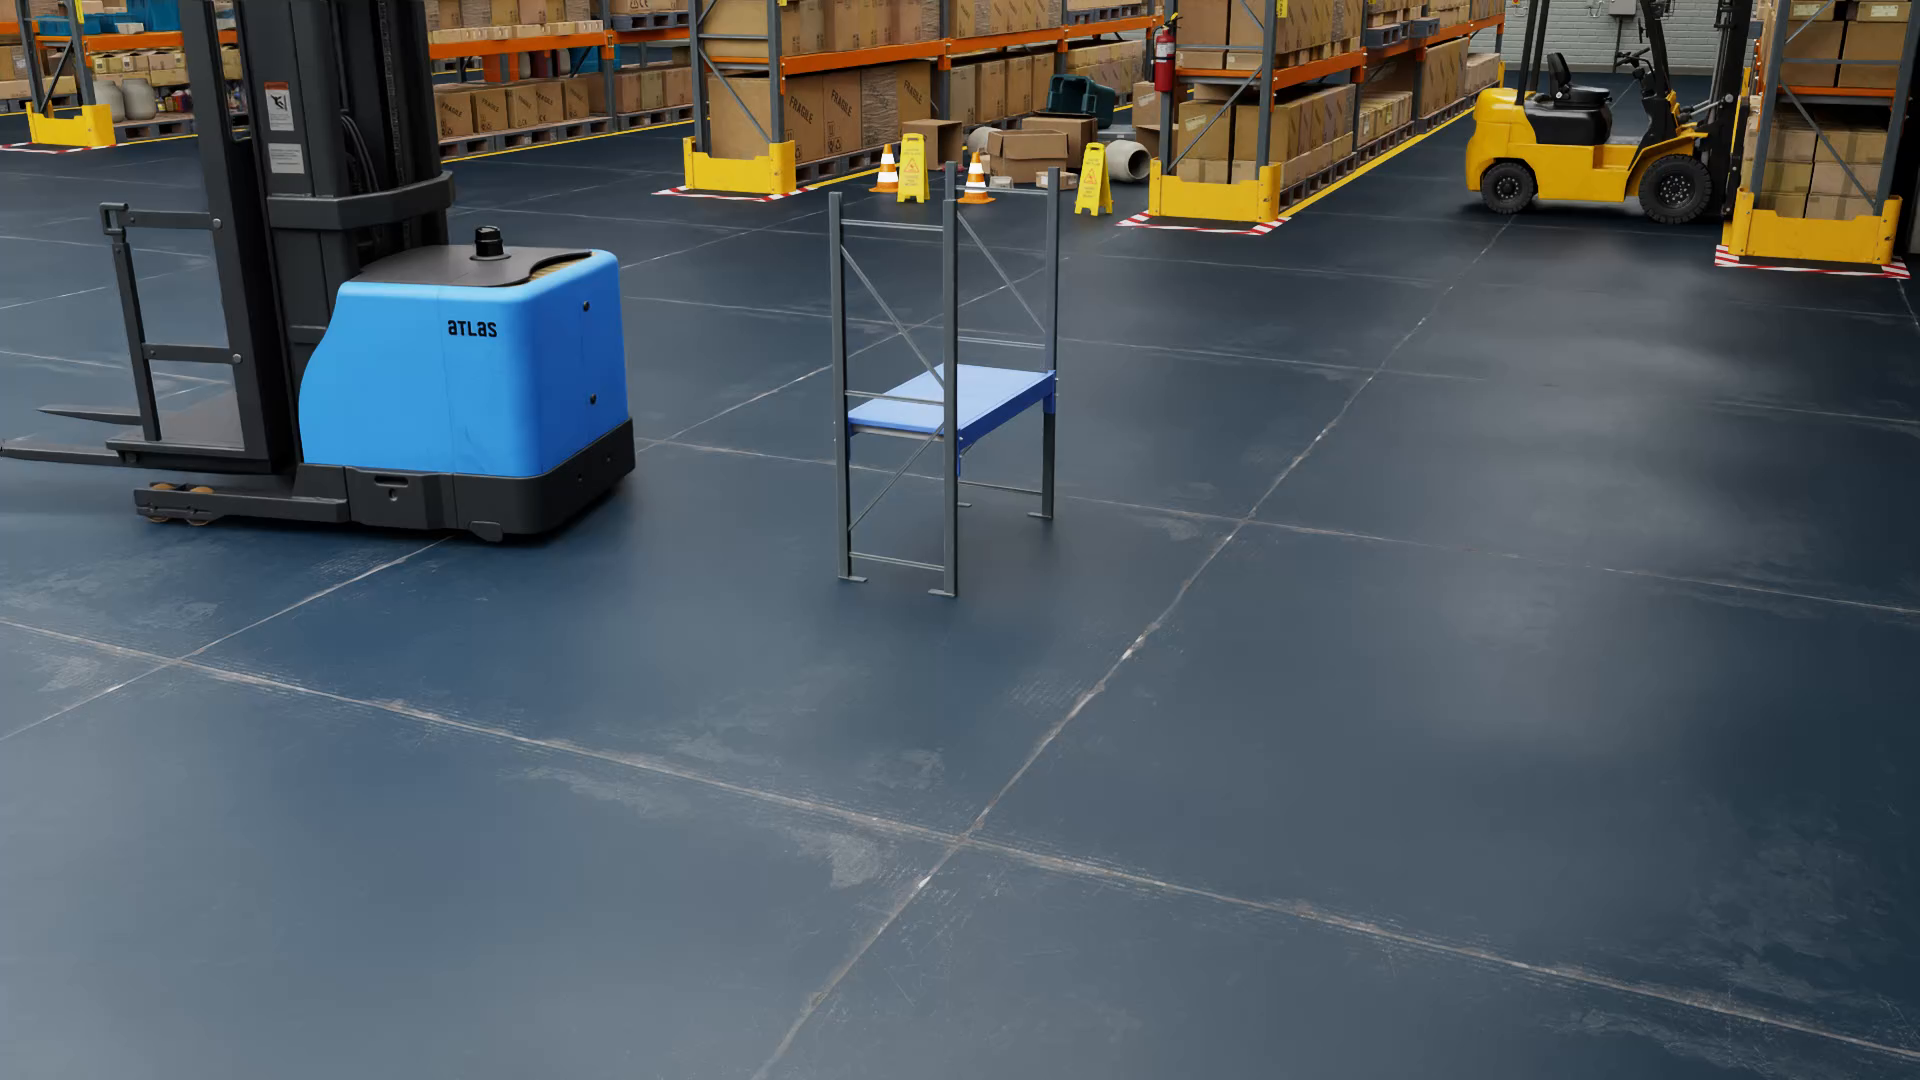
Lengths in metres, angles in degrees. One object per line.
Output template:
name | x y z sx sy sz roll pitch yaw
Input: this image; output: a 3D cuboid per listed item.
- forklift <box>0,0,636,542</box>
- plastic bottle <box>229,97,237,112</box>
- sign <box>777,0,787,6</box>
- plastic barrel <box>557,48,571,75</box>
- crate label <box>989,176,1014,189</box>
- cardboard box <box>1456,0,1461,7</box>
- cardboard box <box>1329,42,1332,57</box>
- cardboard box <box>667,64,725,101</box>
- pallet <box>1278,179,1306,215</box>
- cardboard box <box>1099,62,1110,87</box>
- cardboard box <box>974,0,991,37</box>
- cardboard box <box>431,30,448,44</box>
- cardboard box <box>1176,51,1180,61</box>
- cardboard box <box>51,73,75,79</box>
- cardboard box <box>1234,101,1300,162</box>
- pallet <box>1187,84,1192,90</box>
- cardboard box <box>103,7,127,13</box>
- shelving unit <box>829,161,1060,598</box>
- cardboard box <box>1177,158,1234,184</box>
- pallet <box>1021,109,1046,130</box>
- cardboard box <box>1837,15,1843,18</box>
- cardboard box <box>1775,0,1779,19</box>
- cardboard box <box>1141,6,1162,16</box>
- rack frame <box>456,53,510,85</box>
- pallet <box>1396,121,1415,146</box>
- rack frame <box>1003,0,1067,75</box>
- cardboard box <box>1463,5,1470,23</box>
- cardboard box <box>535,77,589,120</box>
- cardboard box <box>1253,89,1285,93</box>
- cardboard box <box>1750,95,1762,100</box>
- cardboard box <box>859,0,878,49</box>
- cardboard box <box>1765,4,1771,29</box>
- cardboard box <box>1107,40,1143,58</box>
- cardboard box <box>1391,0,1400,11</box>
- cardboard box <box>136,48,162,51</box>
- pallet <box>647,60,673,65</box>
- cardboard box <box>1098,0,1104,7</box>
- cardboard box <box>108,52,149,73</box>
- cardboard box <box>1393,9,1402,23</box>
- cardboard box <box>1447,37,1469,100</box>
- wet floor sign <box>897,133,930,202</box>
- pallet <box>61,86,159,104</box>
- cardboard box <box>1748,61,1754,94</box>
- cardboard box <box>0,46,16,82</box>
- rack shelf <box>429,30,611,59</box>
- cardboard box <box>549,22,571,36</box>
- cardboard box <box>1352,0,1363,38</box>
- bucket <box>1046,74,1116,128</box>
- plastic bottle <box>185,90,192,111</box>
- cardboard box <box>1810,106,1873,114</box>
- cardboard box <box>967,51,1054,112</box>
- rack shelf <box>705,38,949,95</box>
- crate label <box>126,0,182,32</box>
forklift | -3.073 -1.609 7.118 3.031 2.935 1.130 4 20 12
plastic bottle | -10.004 -5.991 22.859 0.097 0.201 0.097 0 20 0
sign | -1.746 -5.402 16.271 0.100 0.325 0.005 9 21 23
plastic barrel | -7.179 -8.579 29.700 0.421 0.512 0.421 0 20 0
crate label | 0.420 -3.643 17.008 0.250 0.136 0.298 -2 20 -5
cardboard box | 6.858 -7.738 23.729 0.500 0.250 0.500 9 22 24
cardboard box | 3.547 -4.965 16.829 0.380 0.149 0.250 8 21 22
cardboard box | -3.929 -6.842 24.805 0.700 0.500 0.500 7 21 18
pallet | 2.703 -3.339 16.042 1.003 0.211 1.213 9 21 23
cardboard box | 1.957 -6.993 25.259 0.500 0.500 0.500 8 21 21
cardboard box | 0.055 -6.583 20.852 0.500 0.500 0.500 9 21 23
cardboard box | -6.163 -5.830 19.260 0.380 0.149 0.250 9 21 23
cardboard box | 3.657 -8.389 28.820 0.380 0.149 0.250 9 21 23
cardboard box | -14.226 -7.398 26.771 0.500 0.250 0.500 8 21 22
cardboard box | 2.899 -3.858 15.697 0.500 0.500 0.500 8 21 21
pallet | 3.405 -7.973 29.074 1.003 0.211 1.213 9 21 23
cardboard box | -13.582 -8.453 26.637 0.380 0.149 0.250 9 21 23
shelving unit | -0.035 -0.681 6.644 0.538 1.500 1.048 9 21 23
cardboard box | 2.403 -3.580 16.035 0.500 0.250 0.500 8 21 22
pallet | 0.634 -5.935 23.343 1.003 0.211 1.213 9 21 23
cardboard box | 7.689 -4.183 14.106 0.500 0.500 0.500 8 21 22
cardboard box | 6.801 -4.285 13.425 0.380 0.149 0.250 9 21 24
cardboard box | 3.079 -8.626 27.122 0.380 0.149 0.250 9 22 25
rack frame | -7.976 -8.871 27.436 1.000 3.000 0.127 9 21 23
pallet | 5.262 -5.279 21.498 1.003 0.211 1.213 9 21 23
rack frame | 1.026 -7.480 23.525 1.000 3.000 0.127 9 21 23
cardboard box | 7.268 -7.812 24.682 0.500 0.250 0.500 8 21 21
cardboard box | -5.296 -5.872 22.107 0.500 0.500 0.500 8 21 21
cardboard box | 3.035 -4.398 17.216 0.500 0.500 0.500 10 22 26
cardboard box | 7.991 -4.198 16.280 0.500 0.250 0.500 8 21 22
cardboard box | -1.411 -5.717 18.345 0.875 0.550 0.500 9 21 23
cardboard box | 8.443 -5.279 16.814 0.500 0.250 0.500 8 21 22
cardboard box | 2.590 -7.814 26.448 0.500 0.250 0.500 8 21 21
cardboard box | 4.819 -6.400 19.269 0.500 0.500 0.500 8 21 22
cardboard box | -13.604 -8.124 27.976 0.500 0.311 0.500 8 21 22
pallet | -5.574 -9.384 33.041 1.003 0.211 1.213 9 21 23
cardboard box | 1.935 -8.074 24.944 0.380 0.149 0.250 9 21 23
cardboard box | -13.525 -7.740 26.896 0.500 0.311 0.500 8 21 22
cardboard box | 5.019 -6.209 19.698 0.380 0.149 0.250 9 22 25
cardboard box | 7.040 -7.051 24.862 0.875 0.875 0.875 9 22 24
wet floor sign | -0.455 -3.645 16.254 0.267 0.644 0.232 5 20 13
pallet | -13.866 -7.246 27.028 1.003 0.211 1.213 9 21 23
cardboard box | 12.667 -7.187 25.806 0.700 0.500 0.500 10 22 25
cardboard box | -14.539 -7.108 24.838 0.500 0.500 0.500 9 21 23
rack shelf | -5.915 -6.018 20.488 1.077 0.370 4.000 9 21 23
cardboard box | -5.184 -6.509 21.170 0.380 0.149 0.250 9 21 23
cardboard box | 3.990 -5.626 17.719 0.500 0.500 0.500 8 21 21
bucket | 1.436 -5.073 19.374 0.726 0.611 0.620 18 16 41
plastic bottle | -10.715 -6.087 23.016 0.152 0.276 0.135 8 21 21
cardboard box | 8.037 -3.816 15.206 0.500 0.250 0.500 9 21 23
cardboard box | 0.695 -6.444 23.343 1.050 0.750 0.750 8 21 22
rack shelf | -1.431 -5.307 18.488 1.077 0.370 4.000 9 21 23
crate label | -10.745 -7.042 22.240 0.502 0.435 0.616 9 21 23
